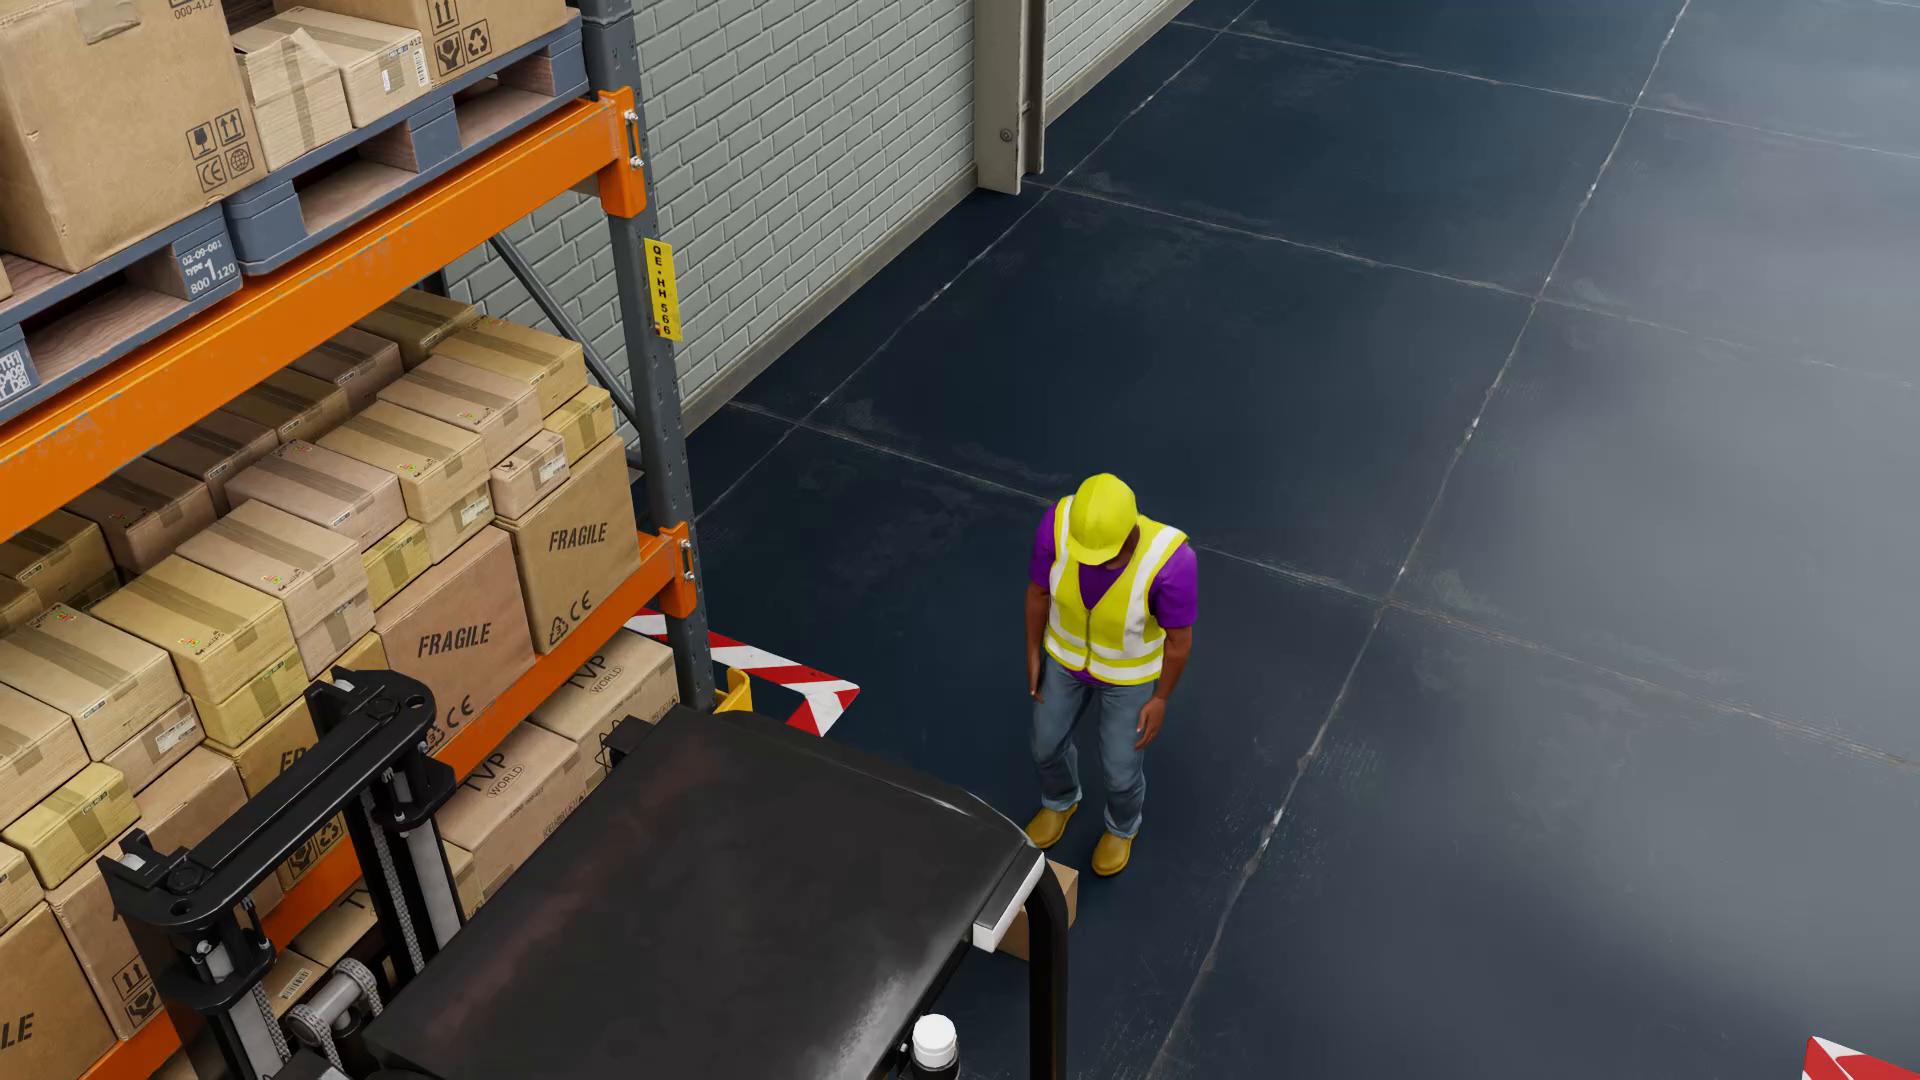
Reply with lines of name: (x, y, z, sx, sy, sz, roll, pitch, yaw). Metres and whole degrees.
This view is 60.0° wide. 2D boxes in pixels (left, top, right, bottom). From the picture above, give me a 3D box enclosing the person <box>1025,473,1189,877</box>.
person: (0.467, 0.437, 5.618, 0.454, 1.707, 0.471, 19, 41, 22)
